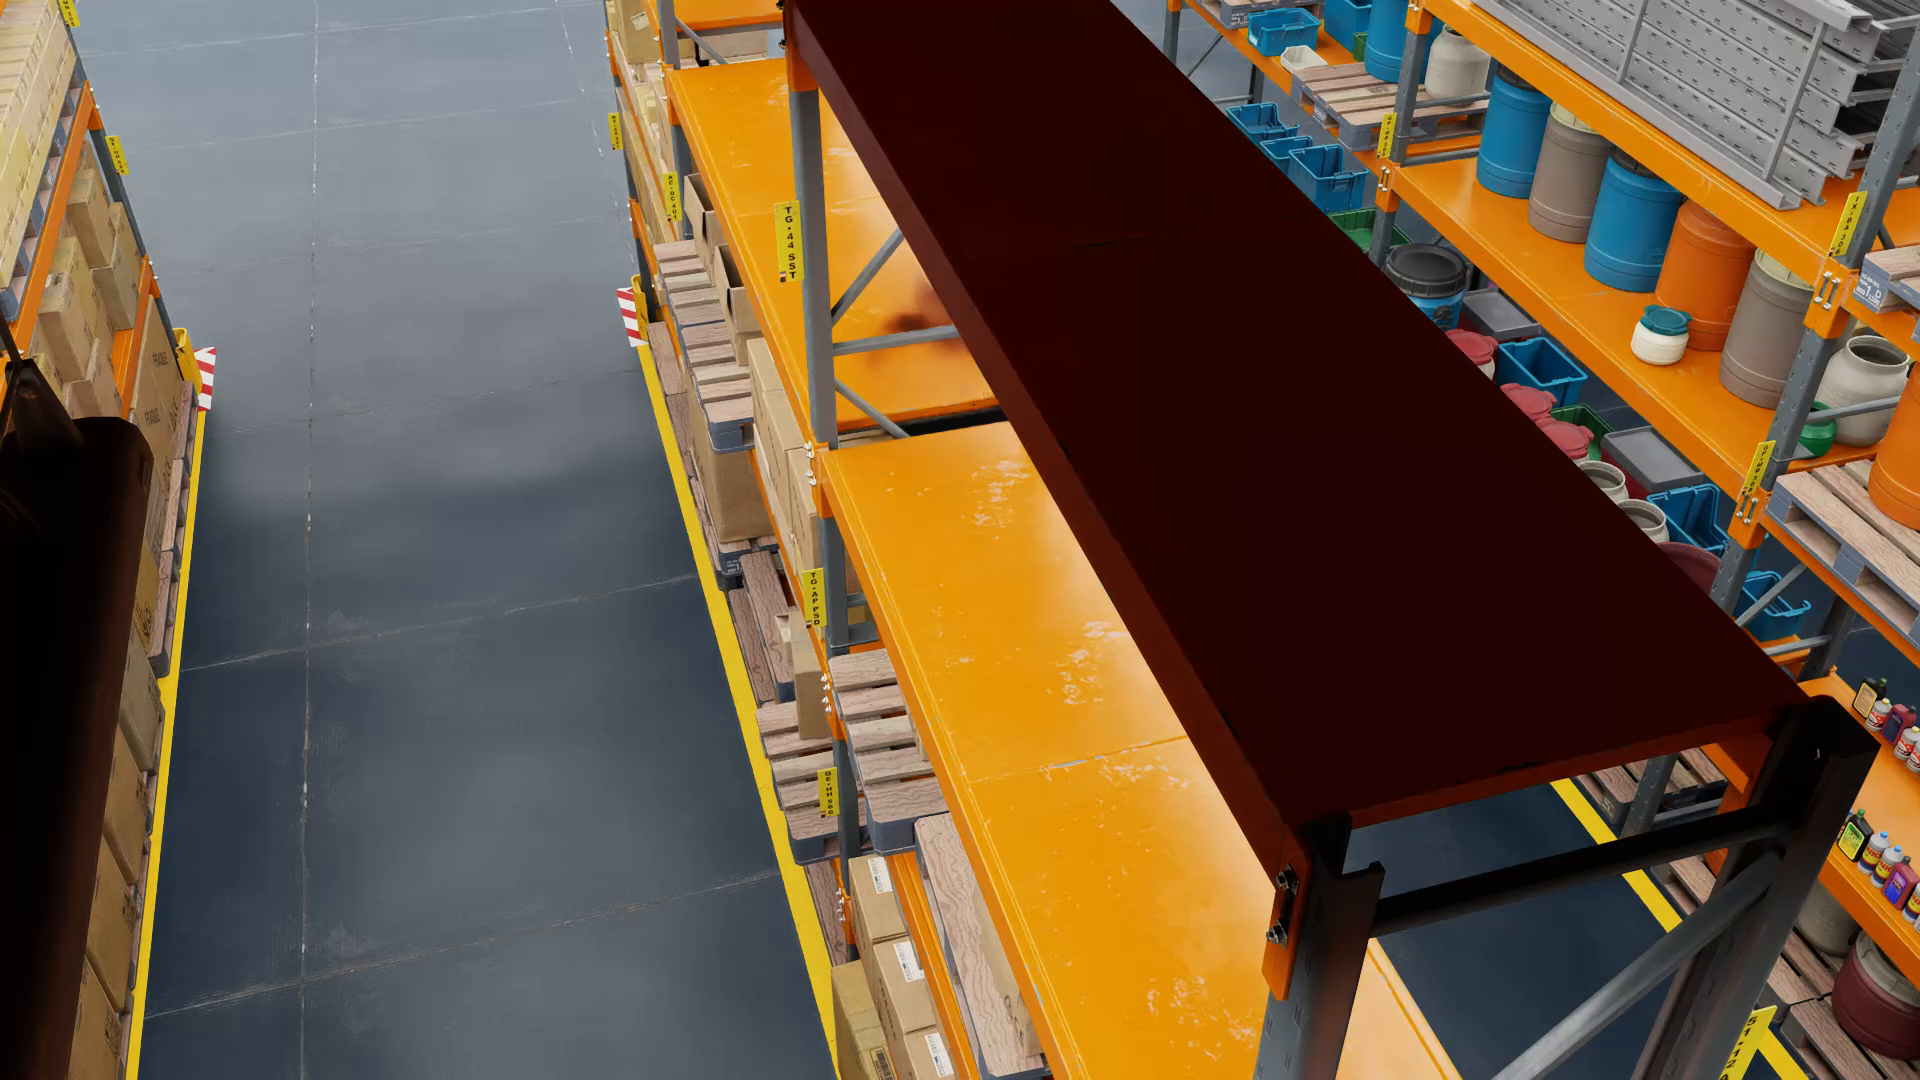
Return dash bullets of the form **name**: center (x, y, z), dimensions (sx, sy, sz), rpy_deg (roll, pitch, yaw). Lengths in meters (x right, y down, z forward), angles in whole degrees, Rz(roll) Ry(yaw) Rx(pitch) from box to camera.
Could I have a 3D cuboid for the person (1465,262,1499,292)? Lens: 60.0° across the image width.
- **person**: center (4.509, -2.166, 14.310), dimensions (0.532, 1.550, 0.559), rpy_deg (-13, 40, -16)
